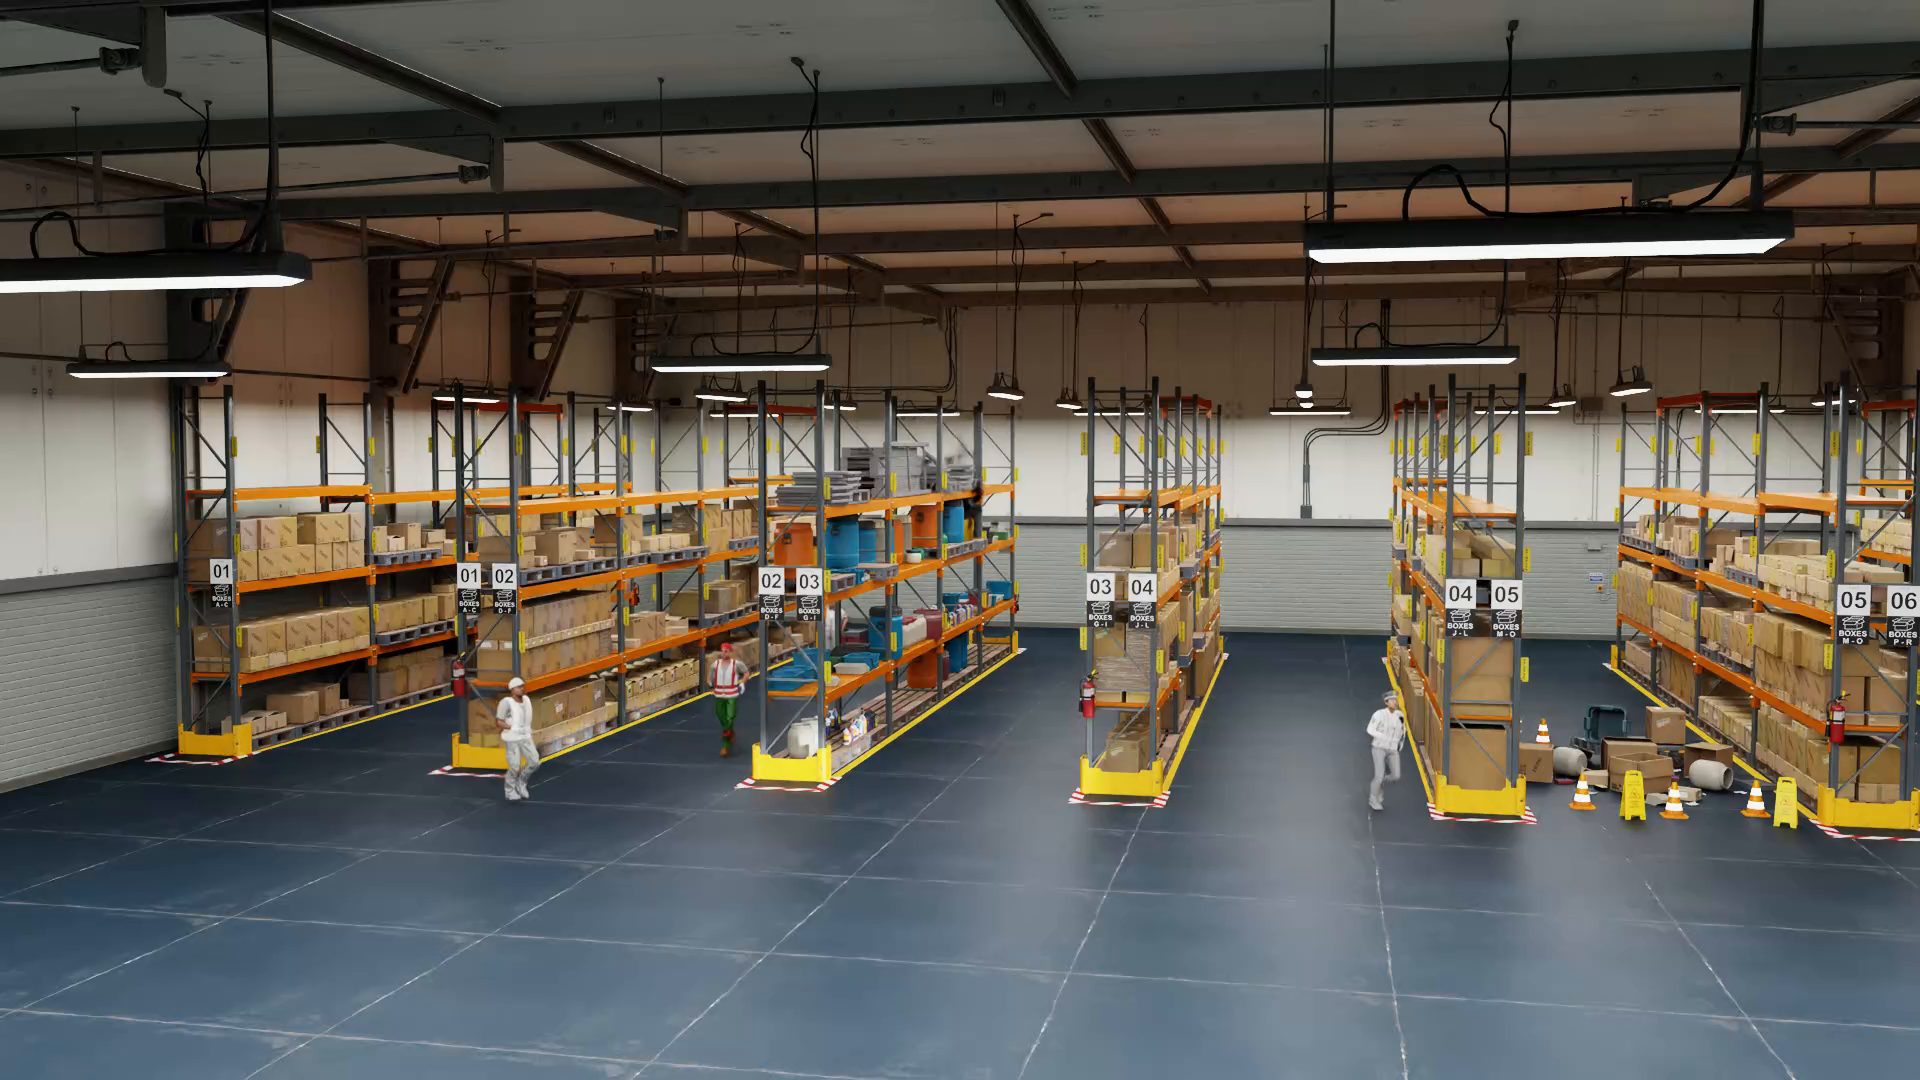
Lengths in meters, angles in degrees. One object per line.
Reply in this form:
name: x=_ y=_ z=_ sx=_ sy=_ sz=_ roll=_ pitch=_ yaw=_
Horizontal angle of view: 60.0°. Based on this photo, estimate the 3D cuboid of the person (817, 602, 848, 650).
person: x=-2.791 y=2.102 z=36.214 sx=0.640 sy=1.840 sz=0.726 roll=0 pitch=3 yaw=3

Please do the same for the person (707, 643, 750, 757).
person: x=-3.809 y=2.568 z=27.128 sx=0.656 sy=1.786 sz=0.987 roll=0 pitch=3 yaw=9

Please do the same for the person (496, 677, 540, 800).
person: x=-6.199 y=2.807 z=23.399 sx=0.625 sy=1.747 sz=0.674 roll=2 pitch=4 yaw=38

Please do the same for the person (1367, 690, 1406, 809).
person: x=5.946 y=2.873 z=22.953 sx=0.632 sy=1.592 sz=0.525 roll=-1 pitch=3 yaw=-10
